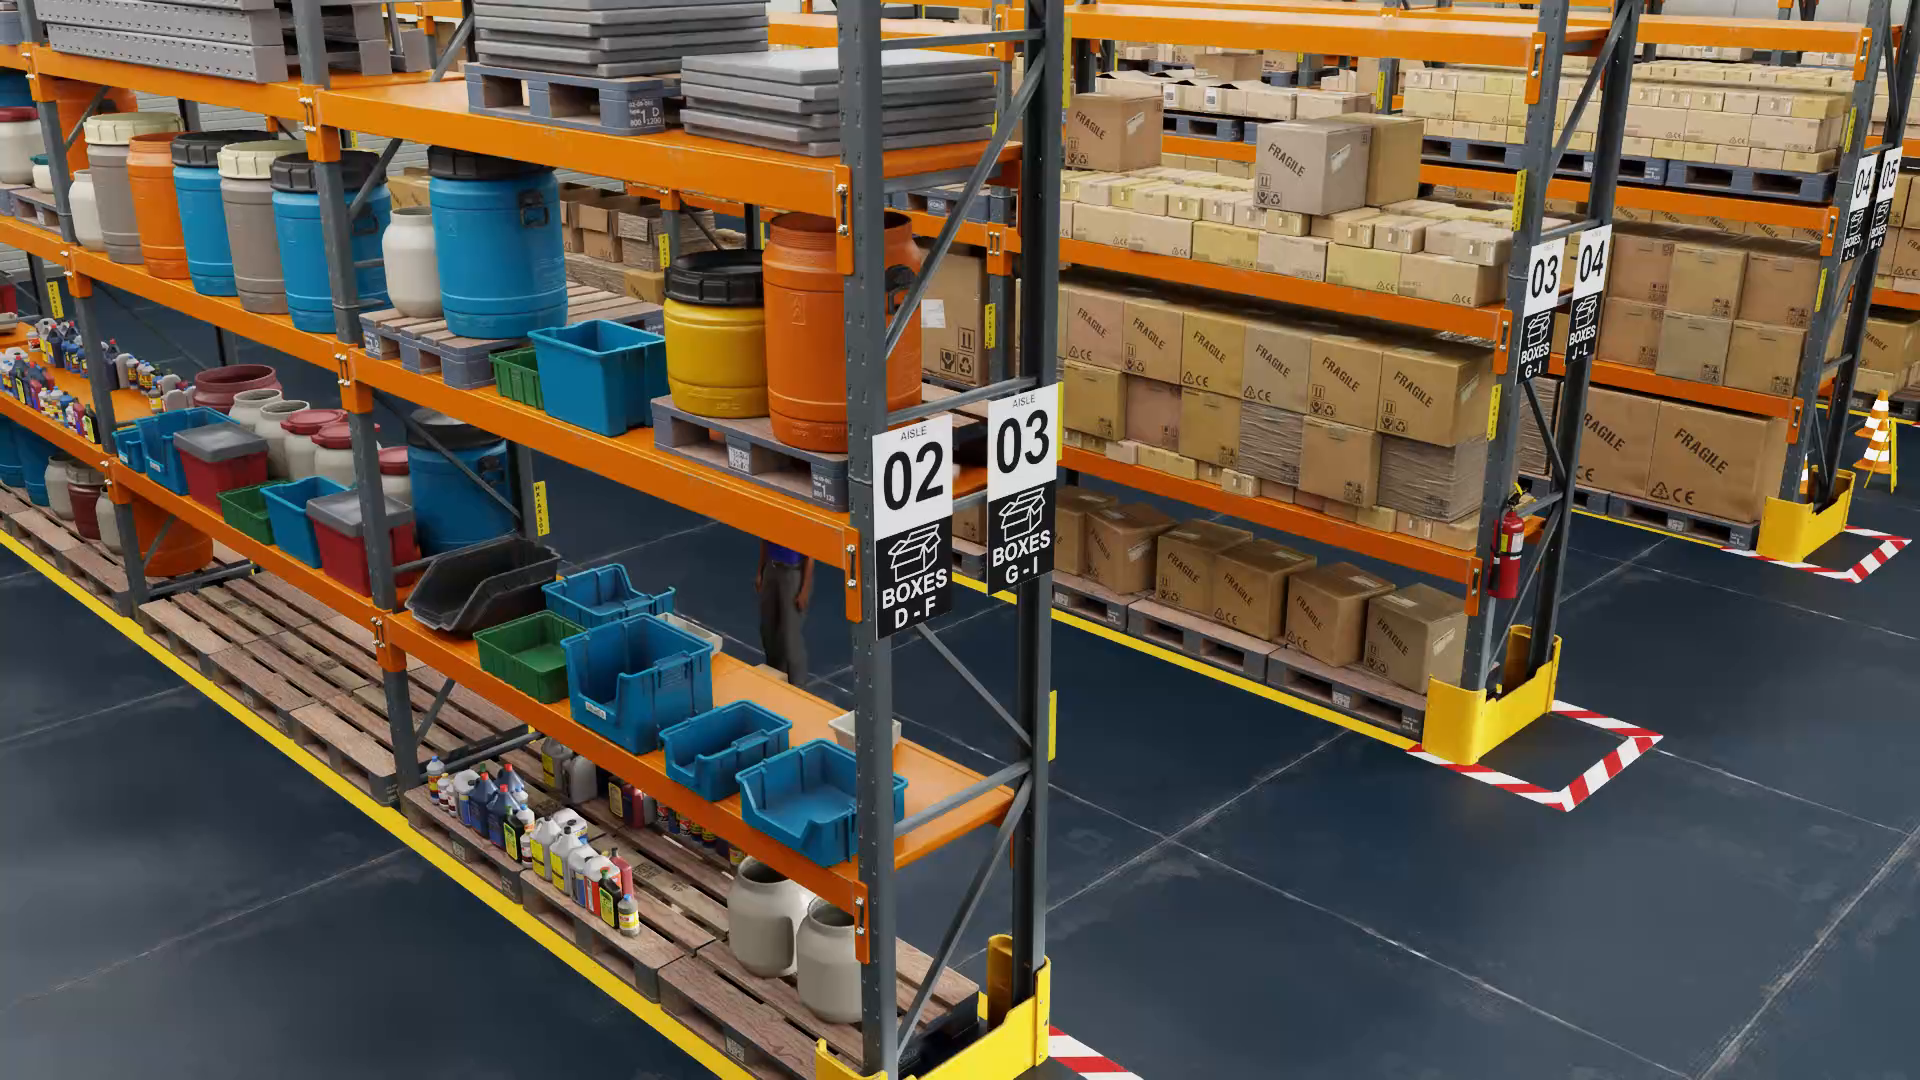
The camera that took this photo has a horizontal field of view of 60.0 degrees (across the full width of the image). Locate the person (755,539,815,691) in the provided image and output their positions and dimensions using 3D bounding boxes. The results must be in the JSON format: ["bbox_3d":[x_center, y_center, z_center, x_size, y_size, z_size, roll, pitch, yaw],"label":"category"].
[{"bbox_3d":[-1.167,0.286,10.831,0.511,1.654,0.392,19,28,40],"label":"person"}]
